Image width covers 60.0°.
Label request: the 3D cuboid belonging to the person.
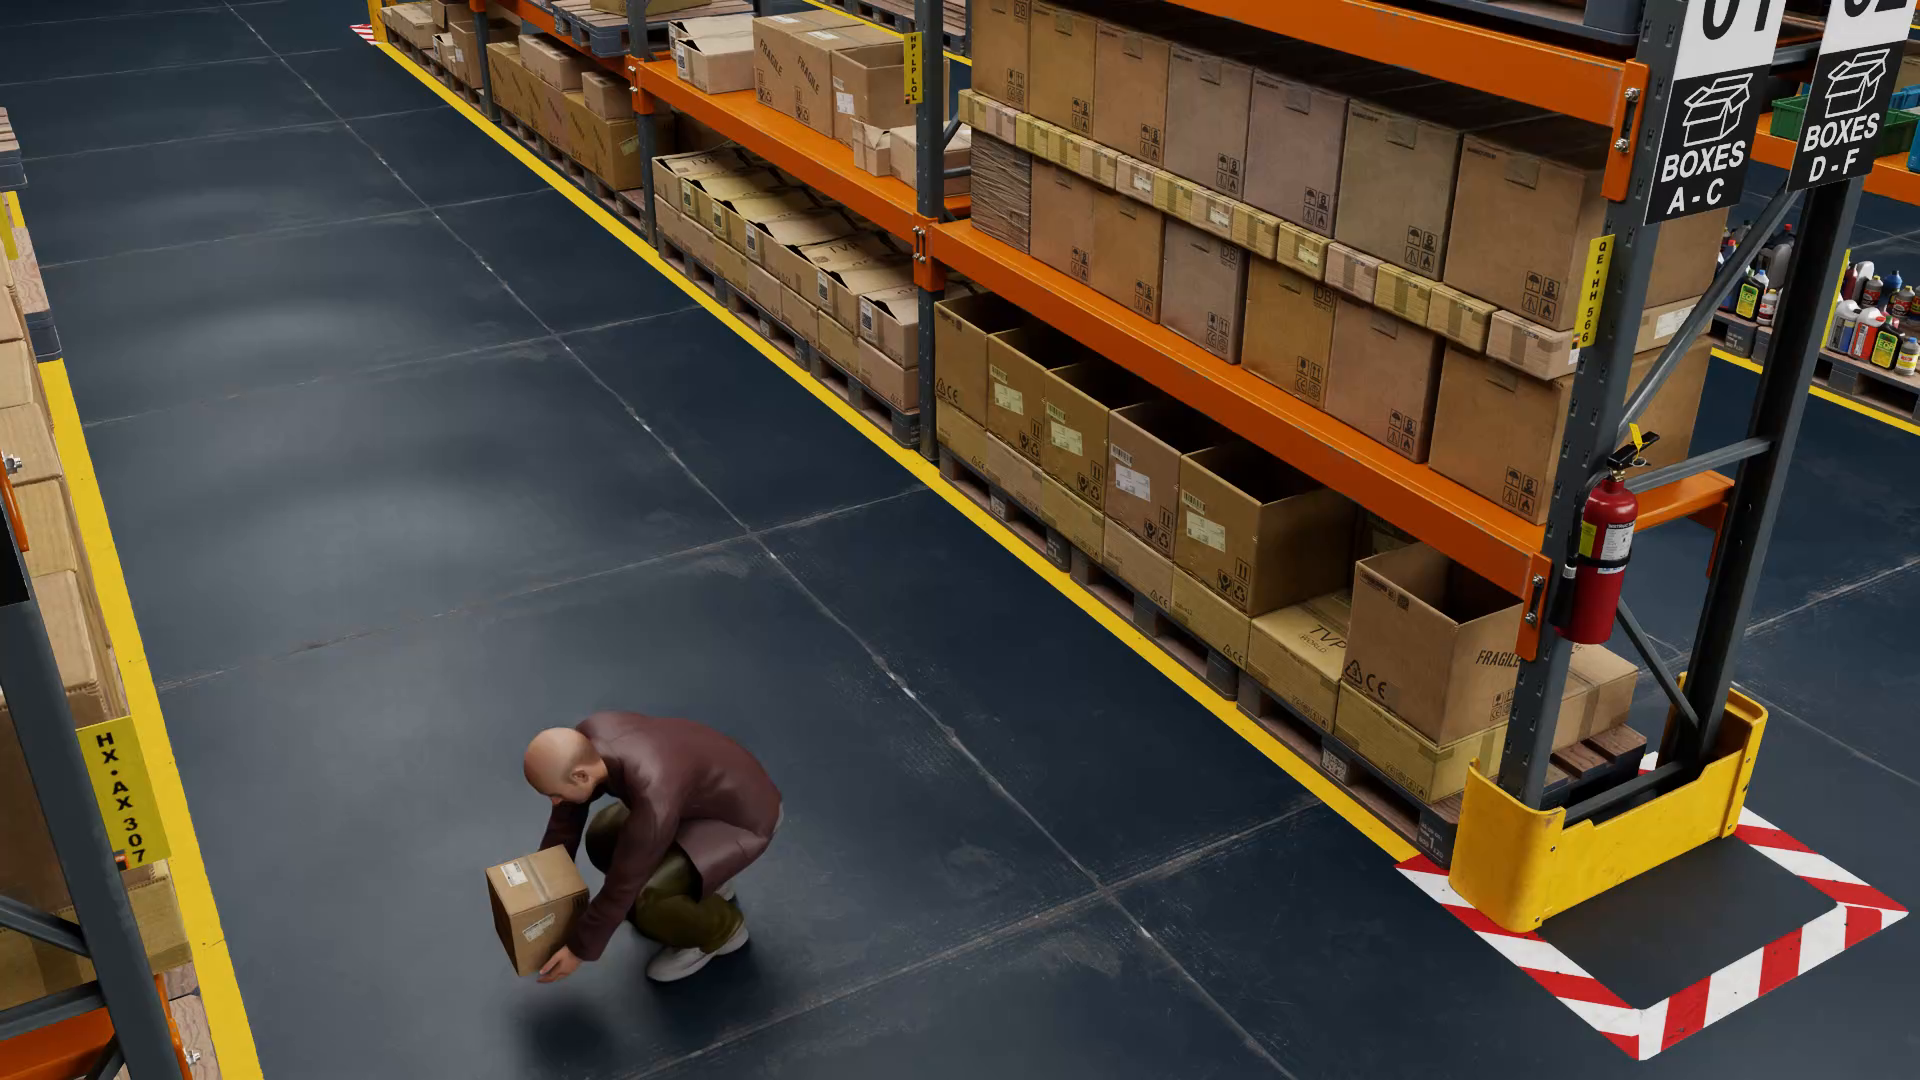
[{"bbox_3d":[-0.988,0.919,5.268,0.907,1.004,0.613,-16,32,-26],"label":"person"}]
